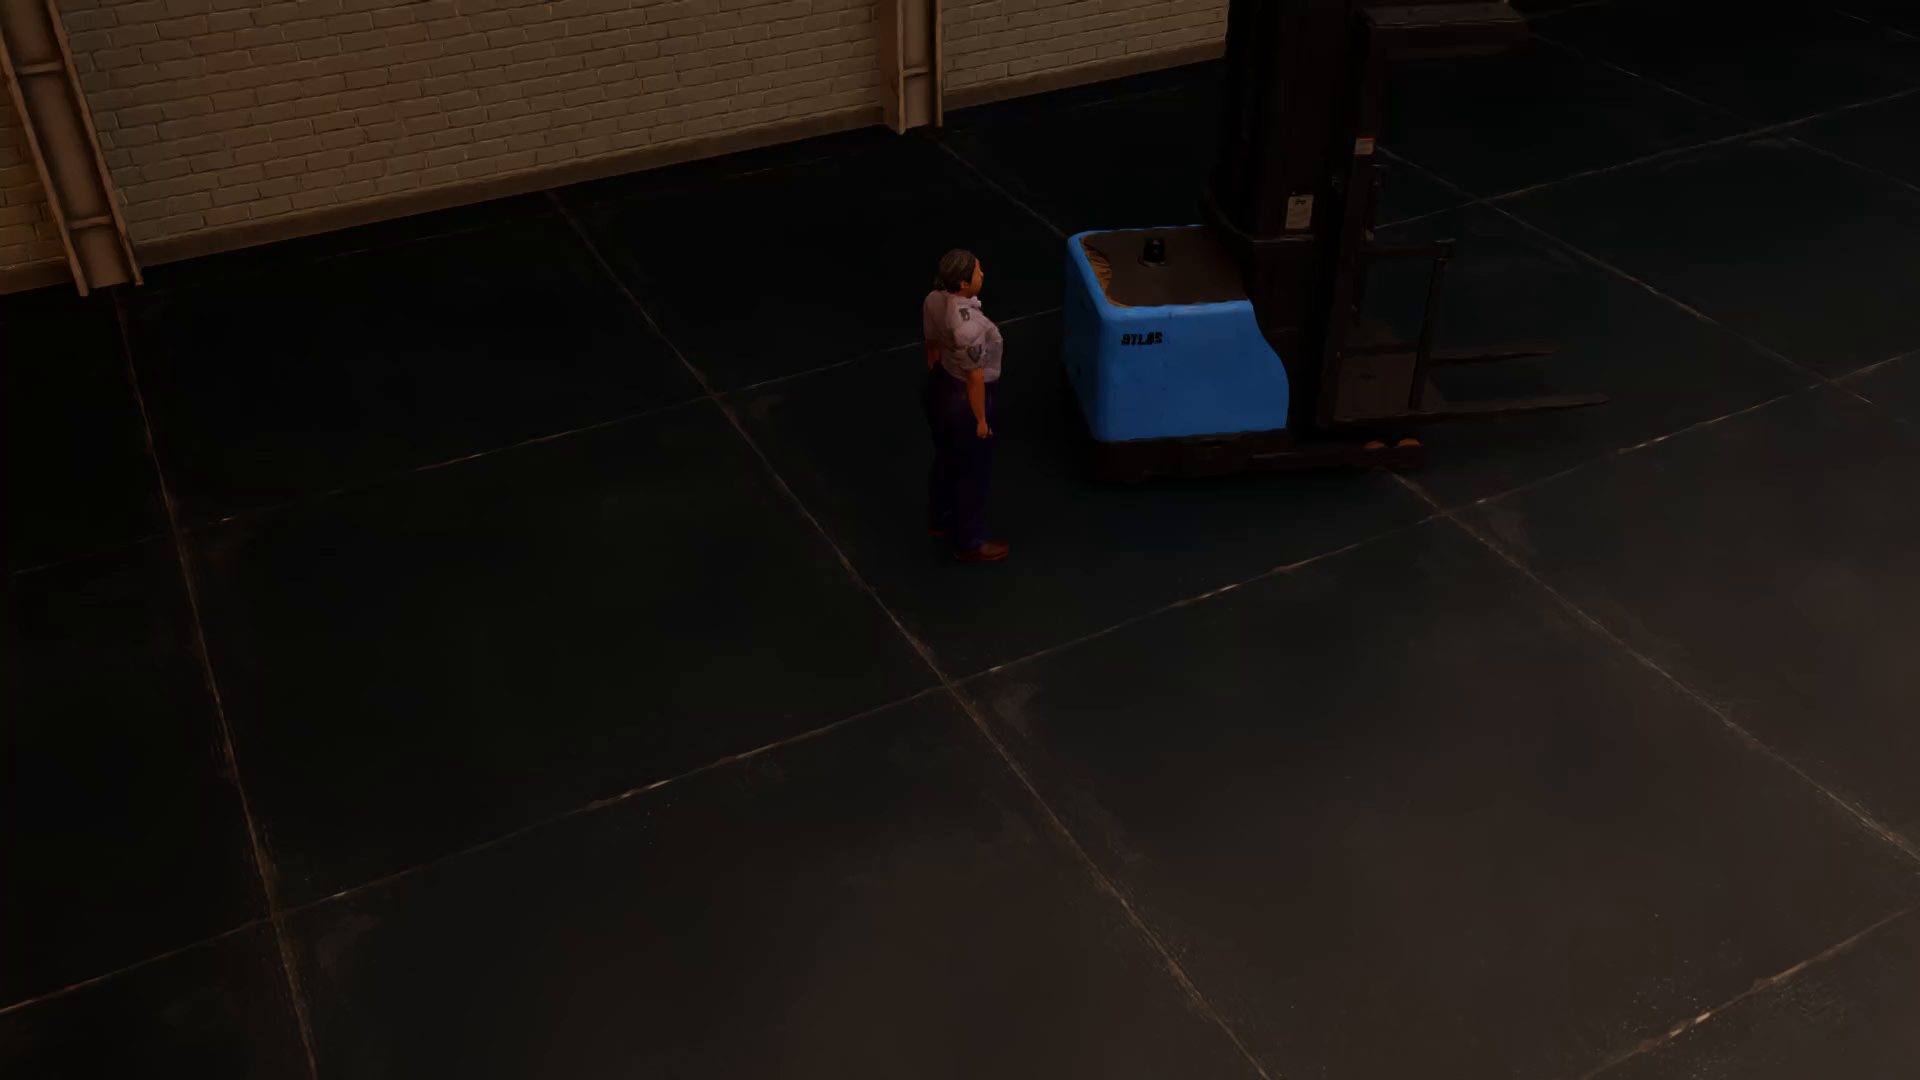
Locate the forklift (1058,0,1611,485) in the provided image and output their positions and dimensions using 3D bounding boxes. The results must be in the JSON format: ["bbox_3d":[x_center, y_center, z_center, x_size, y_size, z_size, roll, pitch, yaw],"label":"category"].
[{"bbox_3d":[2.136,-1.875,8.775,3.031,2.935,1.130,-5,36,-7],"label":"forklift"}]

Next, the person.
[{"bbox_3d":[0.017,-0.671,8.188,0.349,1.653,0.480,-17,39,-23],"label":"person"}]
